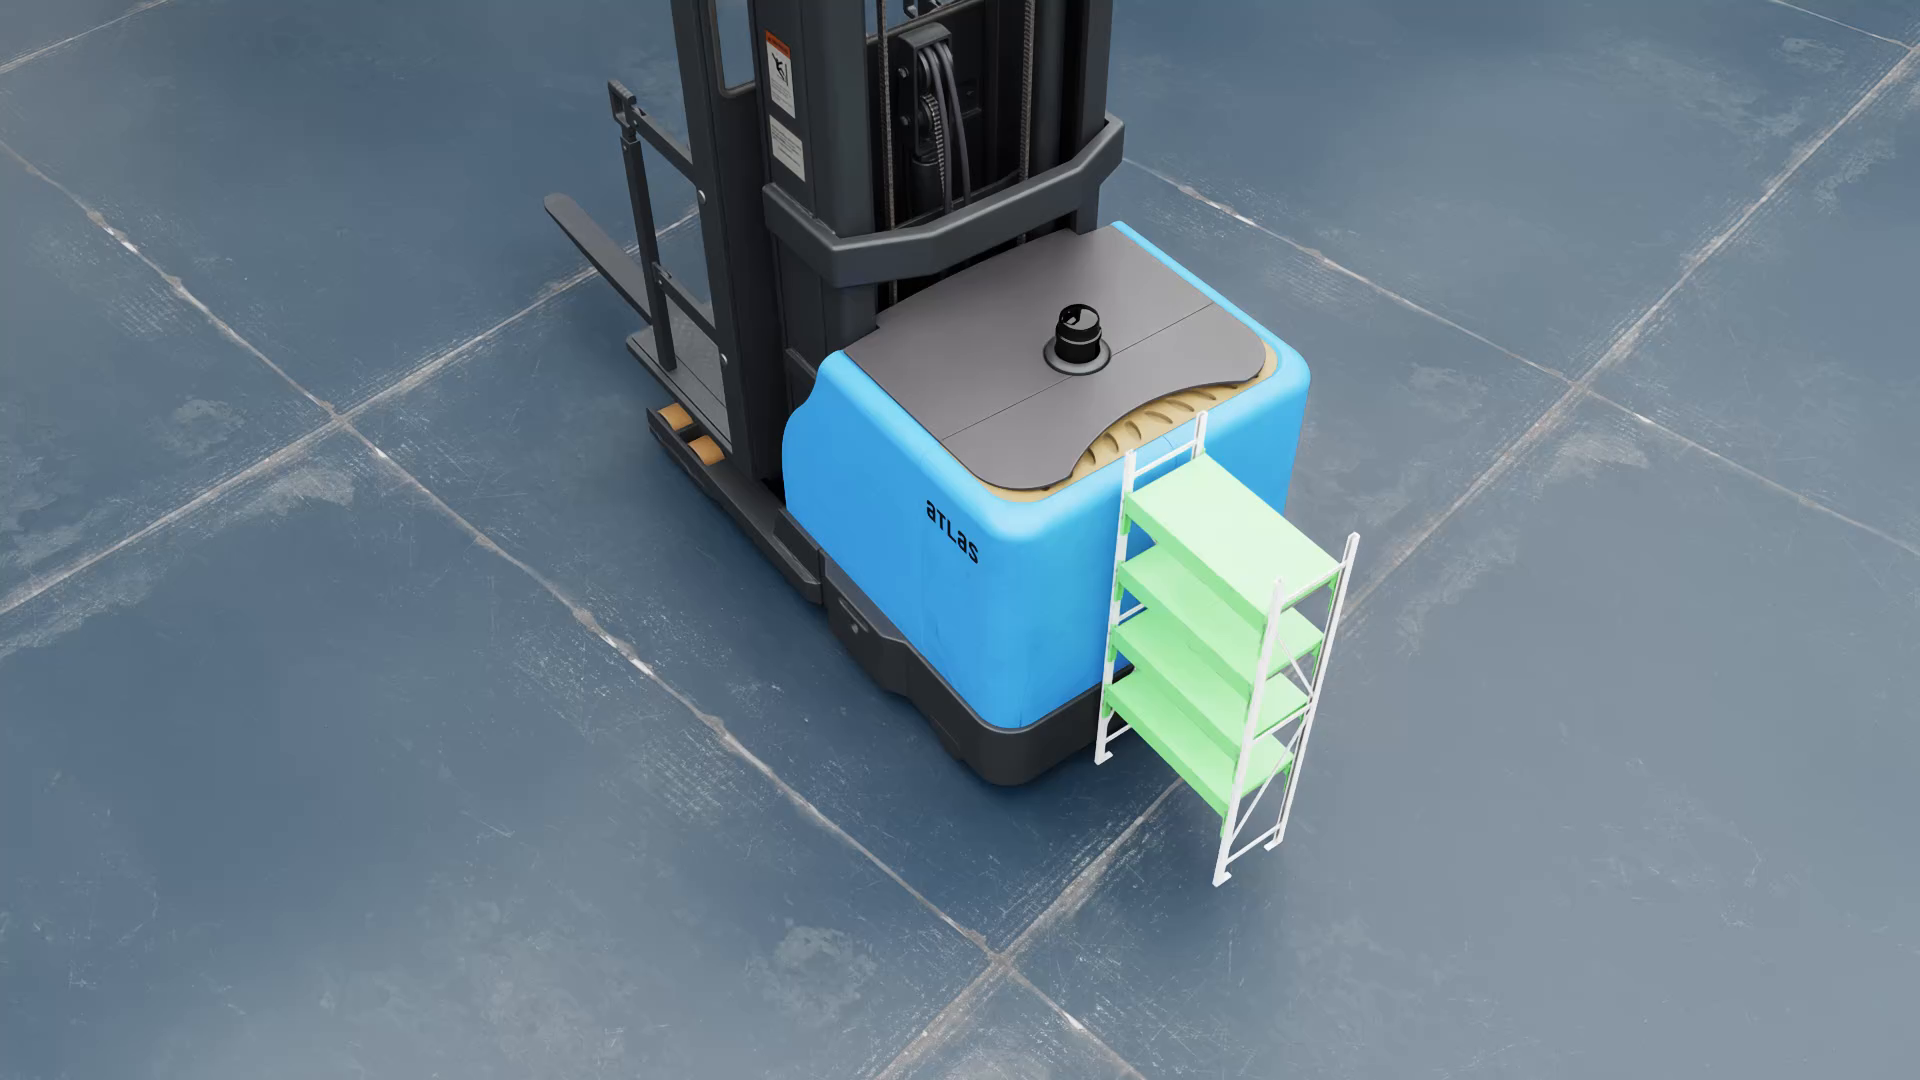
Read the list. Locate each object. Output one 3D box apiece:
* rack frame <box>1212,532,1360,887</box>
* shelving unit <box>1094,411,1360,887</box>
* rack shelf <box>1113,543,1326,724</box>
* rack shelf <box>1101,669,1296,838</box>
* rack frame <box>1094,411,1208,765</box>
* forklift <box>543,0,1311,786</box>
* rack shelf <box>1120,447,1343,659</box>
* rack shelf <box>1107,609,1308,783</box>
[{"bbox_3d":[0.768,0.450,4.005,0.240,1.200,0.015,-28,53,-24],"label":"rack frame"},{"bbox_3d":[0.623,0.307,4.139,0.258,1.200,0.503,-28,53,-24],"label":"shelving unit"},{"bbox_3d":[0.623,0.186,4.010,0.258,0.148,0.480,-28,53,-24],"label":"rack shelf"},{"bbox_3d":[0.623,0.515,4.360,0.258,0.148,0.480,-28,53,-24],"label":"rack shelf"},{"bbox_3d":[0.478,0.164,4.273,0.240,1.200,0.015,-28,53,-24],"label":"rack frame"},{"bbox_3d":[-0.370,-1.368,4.524,1.130,2.935,3.031,-28,53,-24],"label":"forklift"},{"bbox_3d":[0.623,0.022,3.836,0.258,0.148,0.480,-28,53,-24],"label":"rack shelf"},{"bbox_3d":[0.623,0.351,4.185,0.258,0.148,0.480,-28,53,-24],"label":"rack shelf"}]
